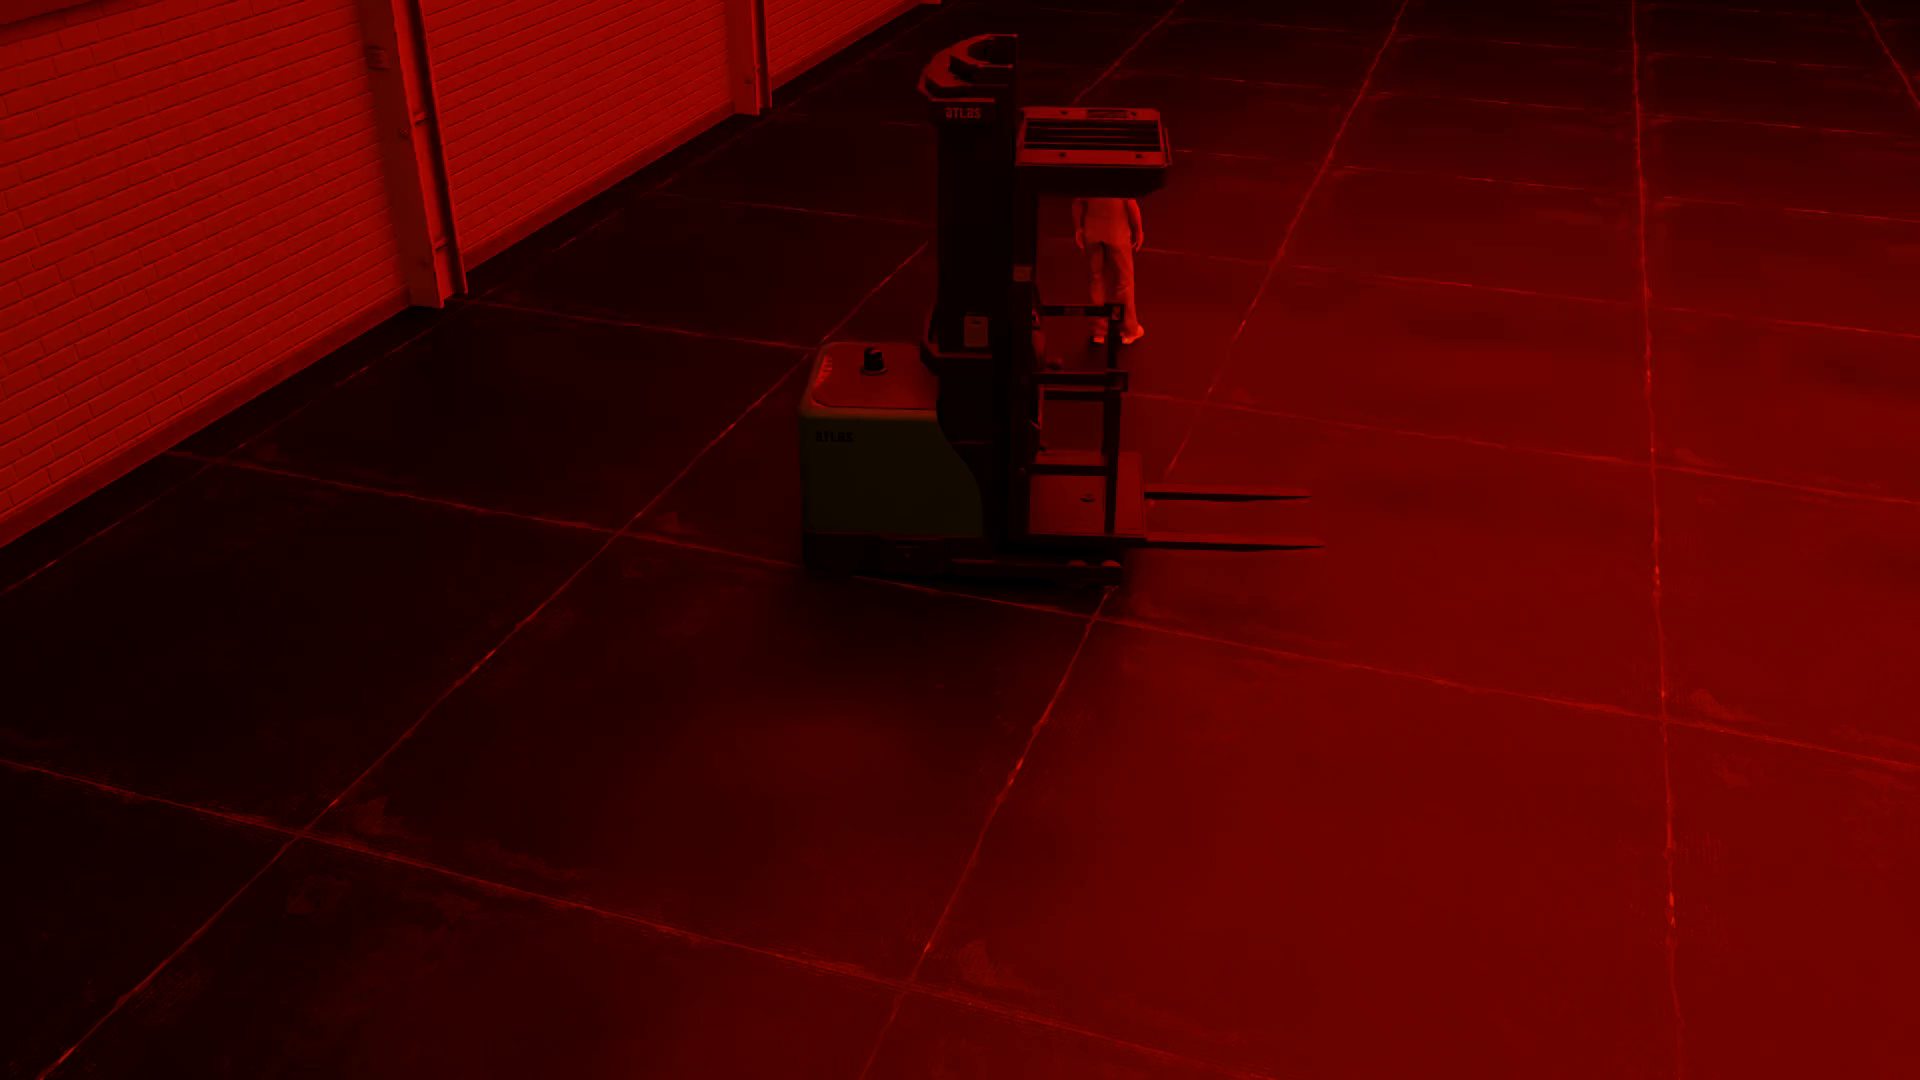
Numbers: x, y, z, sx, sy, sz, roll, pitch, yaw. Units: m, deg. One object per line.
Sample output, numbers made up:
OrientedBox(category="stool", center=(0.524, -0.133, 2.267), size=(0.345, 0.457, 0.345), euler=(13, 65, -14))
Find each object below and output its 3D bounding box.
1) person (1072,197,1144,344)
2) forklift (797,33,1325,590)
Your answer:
OrientedBox(category="person", center=(1.108, -2.268, 12.384), size=(0.527, 1.683, 0.518), euler=(11, 31, 18))
OrientedBox(category="forklift", center=(0.614, -1.260, 9.347), size=(3.031, 2.935, 1.130), euler=(2, 30, 3))
